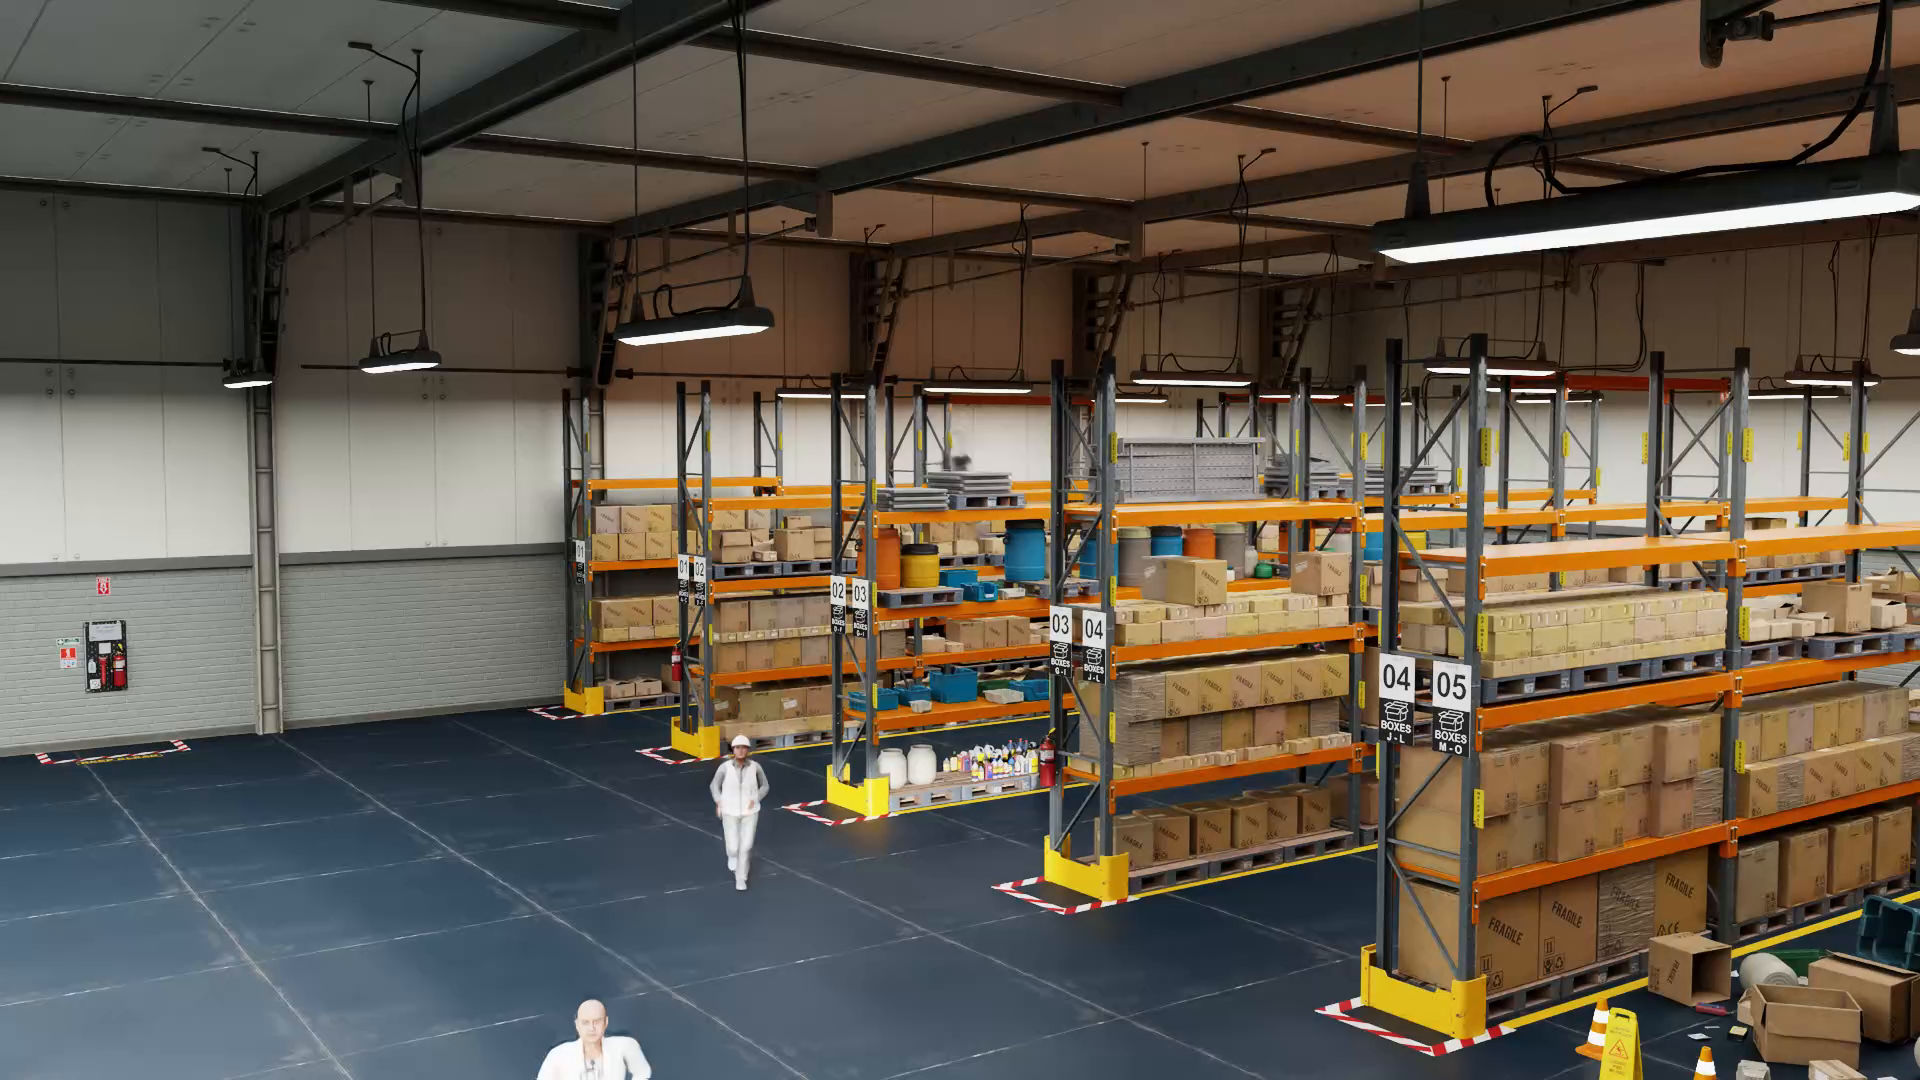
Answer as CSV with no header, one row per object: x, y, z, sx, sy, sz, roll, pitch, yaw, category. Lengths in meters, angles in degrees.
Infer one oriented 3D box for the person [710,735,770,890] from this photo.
-2.505,3.085,18.960,0.671,1.728,0.597,-1,4,-10,person

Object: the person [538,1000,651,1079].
-2.204,3.641,10.016,0.709,1.762,0.945,-1,4,-14,person
